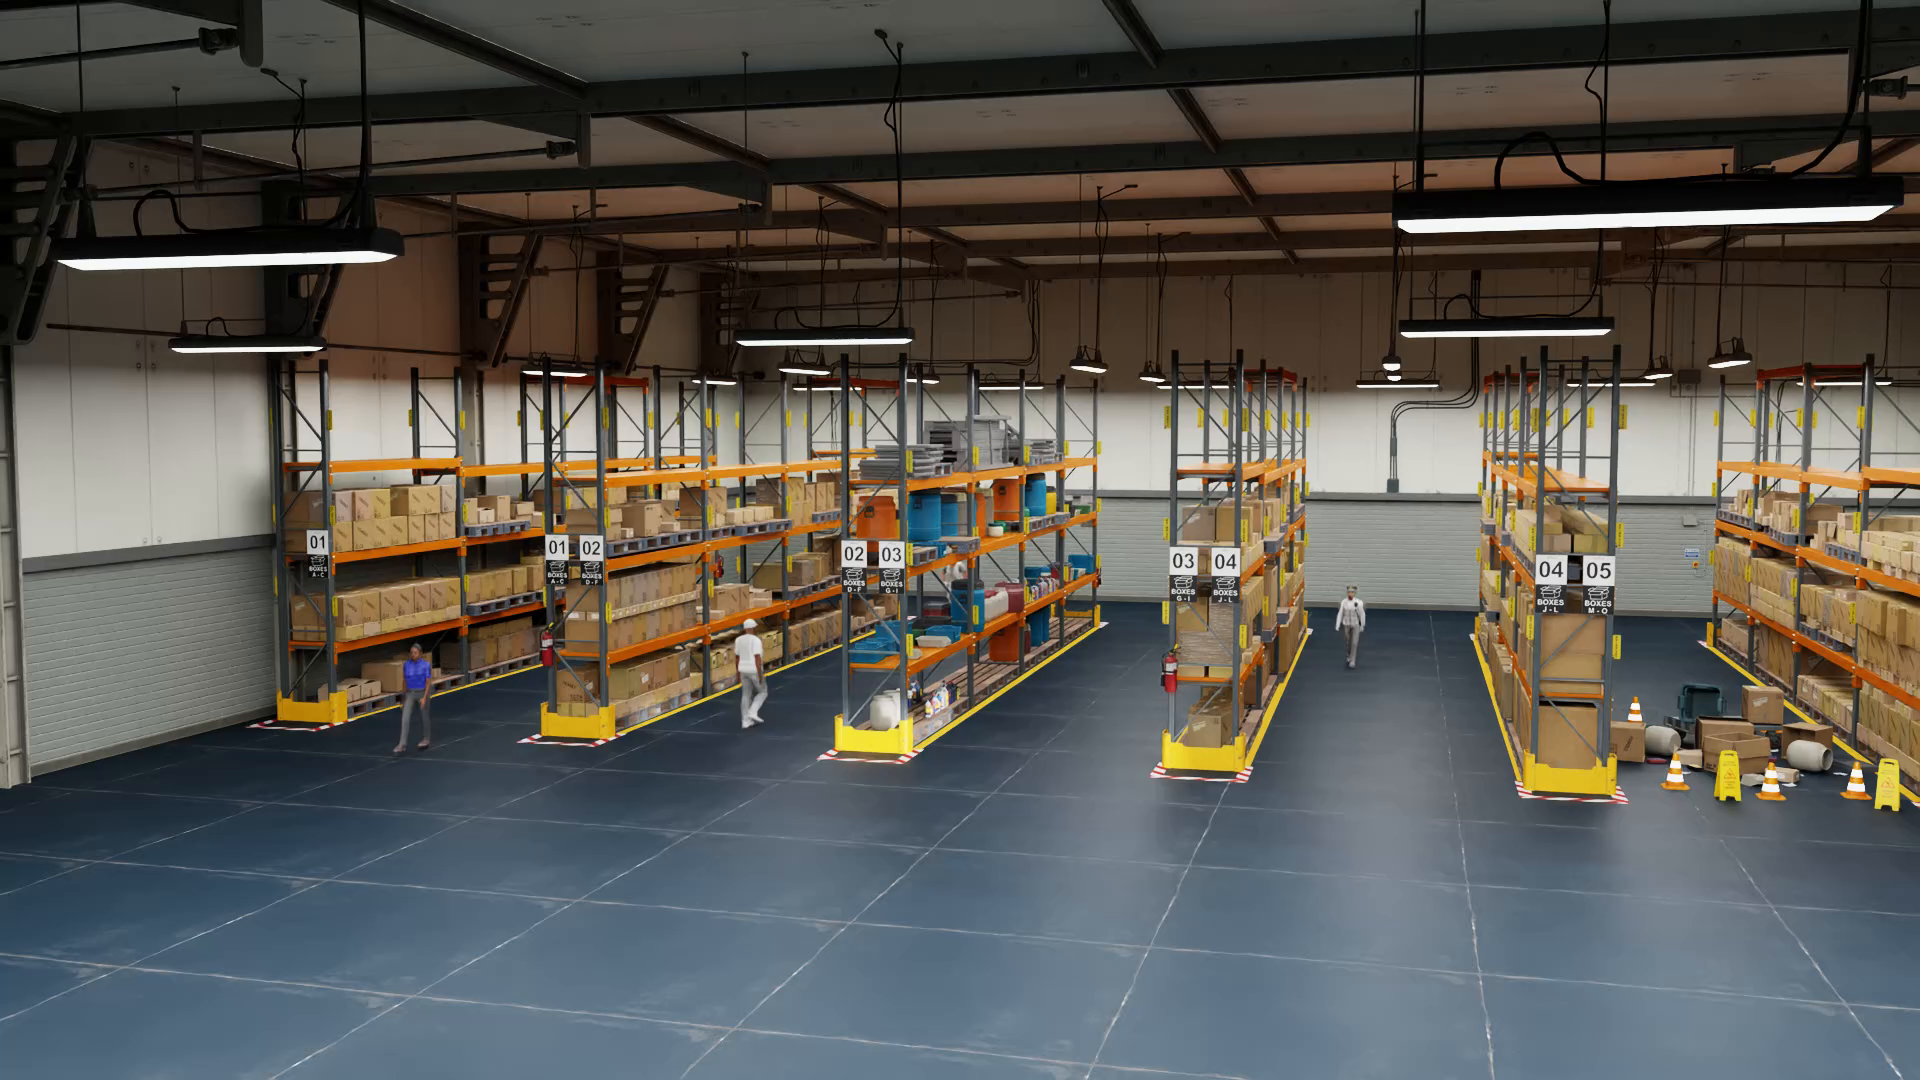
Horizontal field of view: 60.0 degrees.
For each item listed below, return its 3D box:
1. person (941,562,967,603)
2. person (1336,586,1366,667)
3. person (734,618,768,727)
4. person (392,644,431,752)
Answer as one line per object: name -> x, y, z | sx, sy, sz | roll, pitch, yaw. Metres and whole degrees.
person -> -0.146, 1.141, 42.081 | 0.673, 1.685, 0.645 | 2, 4, 22
person -> 7.964, 1.728, 33.868 | 0.562, 1.615, 1.034 | 1, 4, 19
person -> -3.441, 2.161, 27.174 | 0.600, 1.754, 0.476 | 2, 5, 27
person -> -8.240, 2.378, 25.101 | 0.500, 1.593, 0.961 | -1, 4, -7
